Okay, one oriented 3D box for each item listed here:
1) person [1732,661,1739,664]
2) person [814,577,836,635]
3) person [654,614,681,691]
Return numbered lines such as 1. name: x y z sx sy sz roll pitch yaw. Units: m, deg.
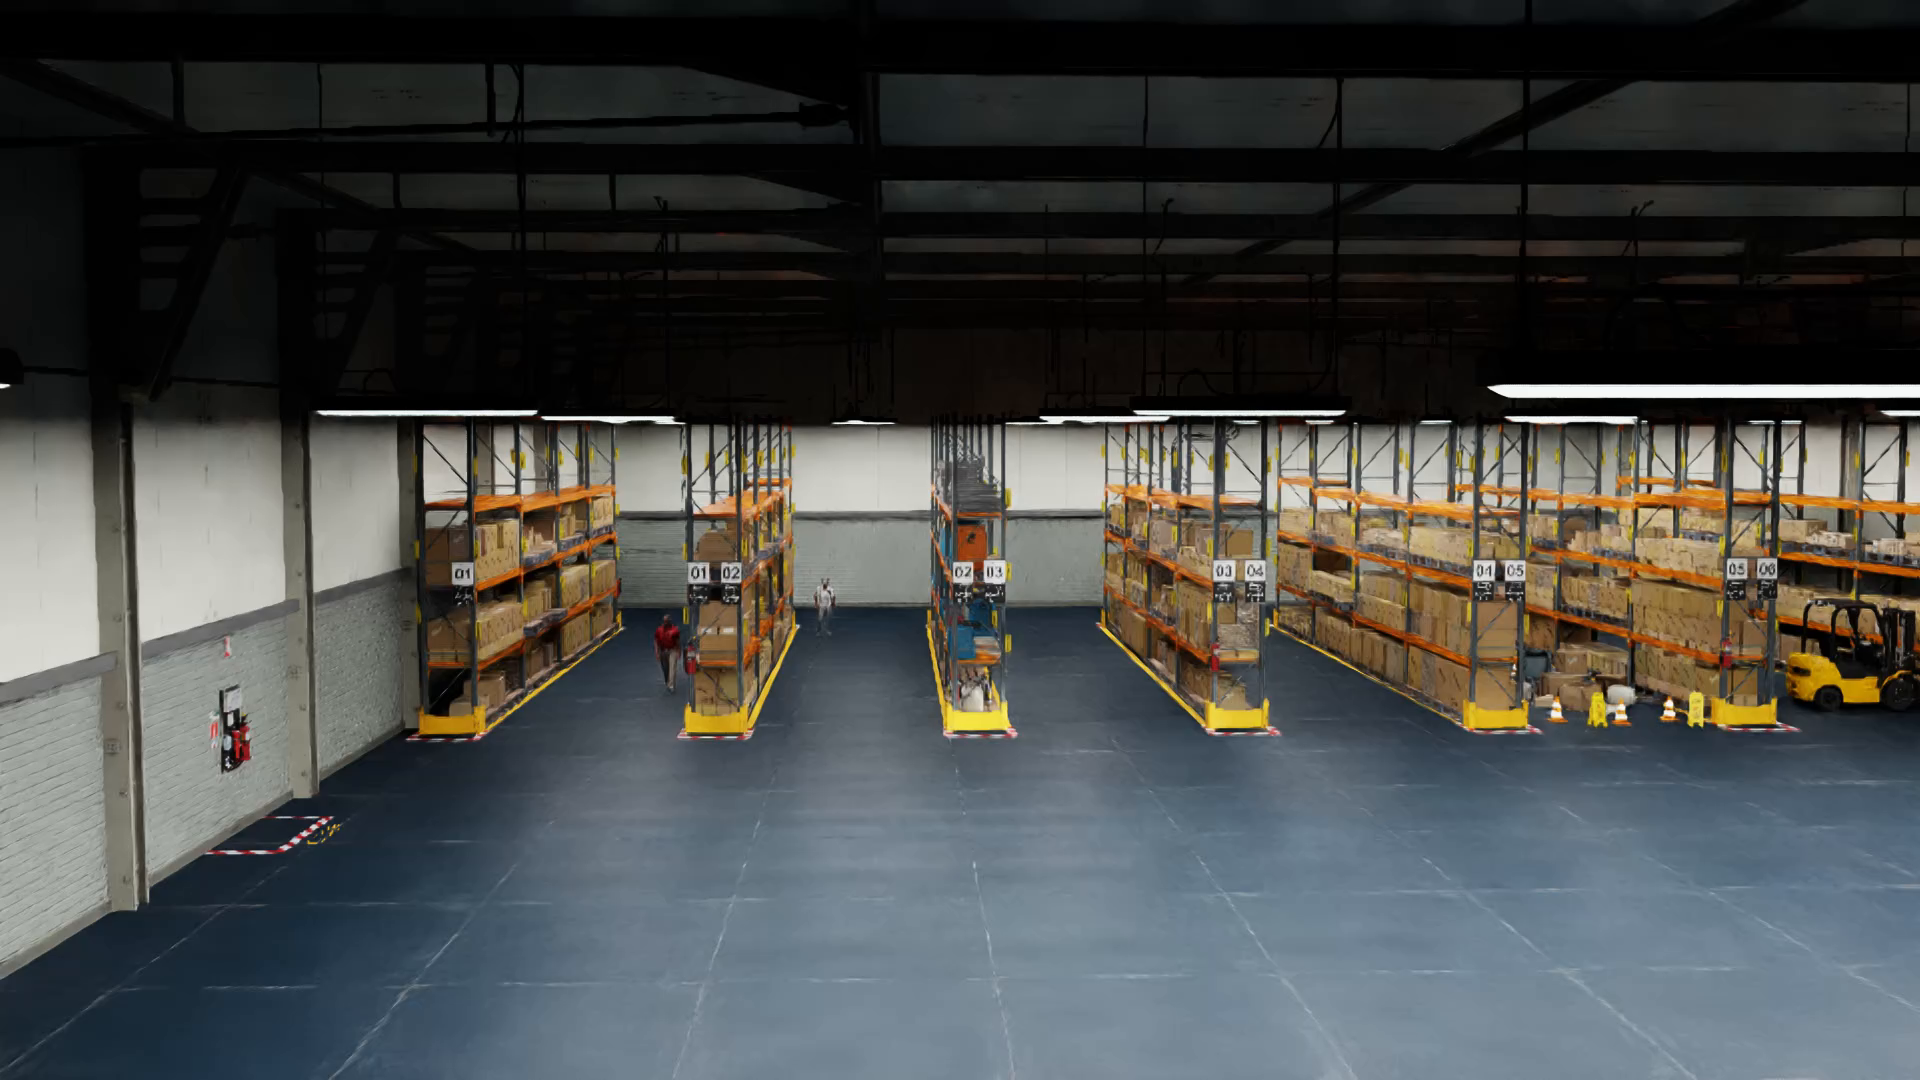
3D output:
1. person: 17.178 2.396 37.045 0.511 1.596 0.494 2 4 28
2. person: -3.707 1.812 45.648 0.592 1.629 0.526 0 4 -5
3. person: -6.370 2.426 36.120 0.542 1.645 1.126 0 4 0
